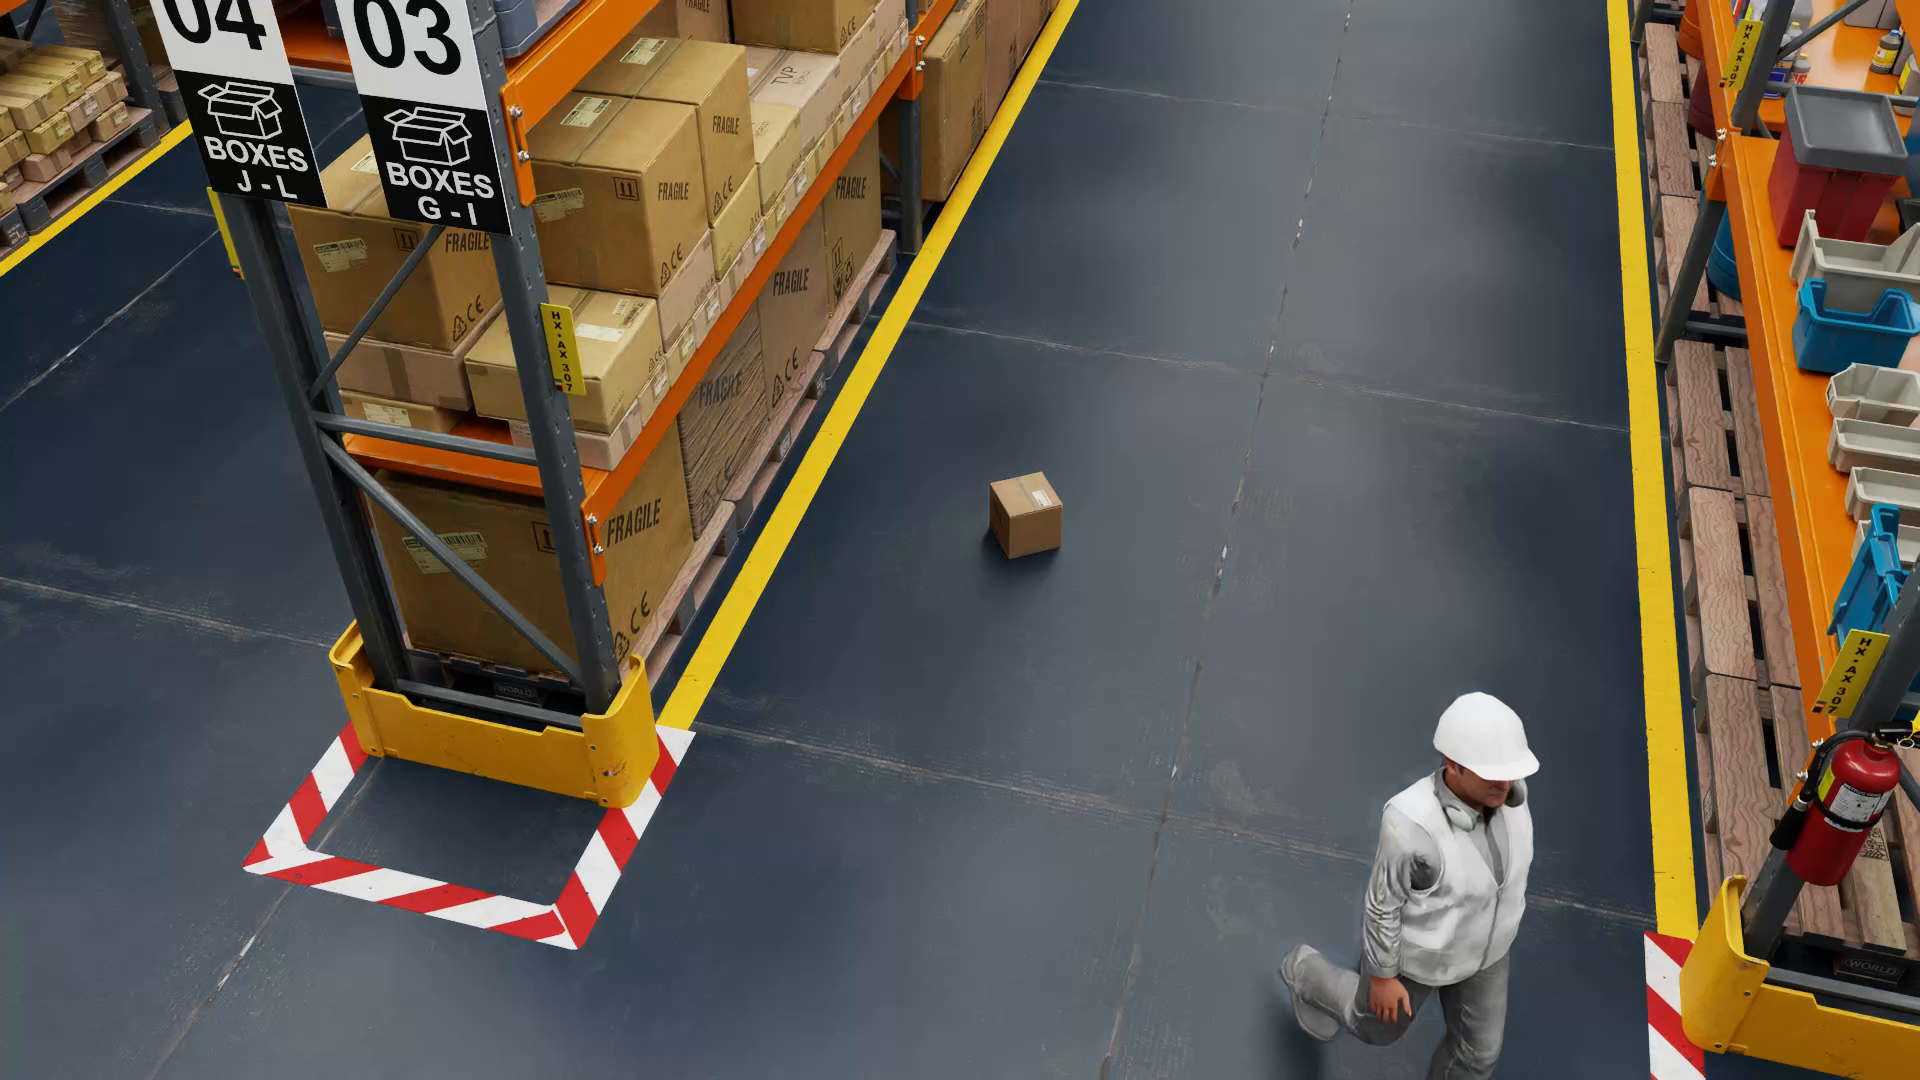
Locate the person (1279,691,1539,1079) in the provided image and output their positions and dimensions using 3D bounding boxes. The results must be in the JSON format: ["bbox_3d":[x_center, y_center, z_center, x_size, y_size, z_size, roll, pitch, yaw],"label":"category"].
[{"bbox_3d":[1.361,1.122,4.832,0.549,1.739,0.907,-19,44,-20],"label":"person"}]
